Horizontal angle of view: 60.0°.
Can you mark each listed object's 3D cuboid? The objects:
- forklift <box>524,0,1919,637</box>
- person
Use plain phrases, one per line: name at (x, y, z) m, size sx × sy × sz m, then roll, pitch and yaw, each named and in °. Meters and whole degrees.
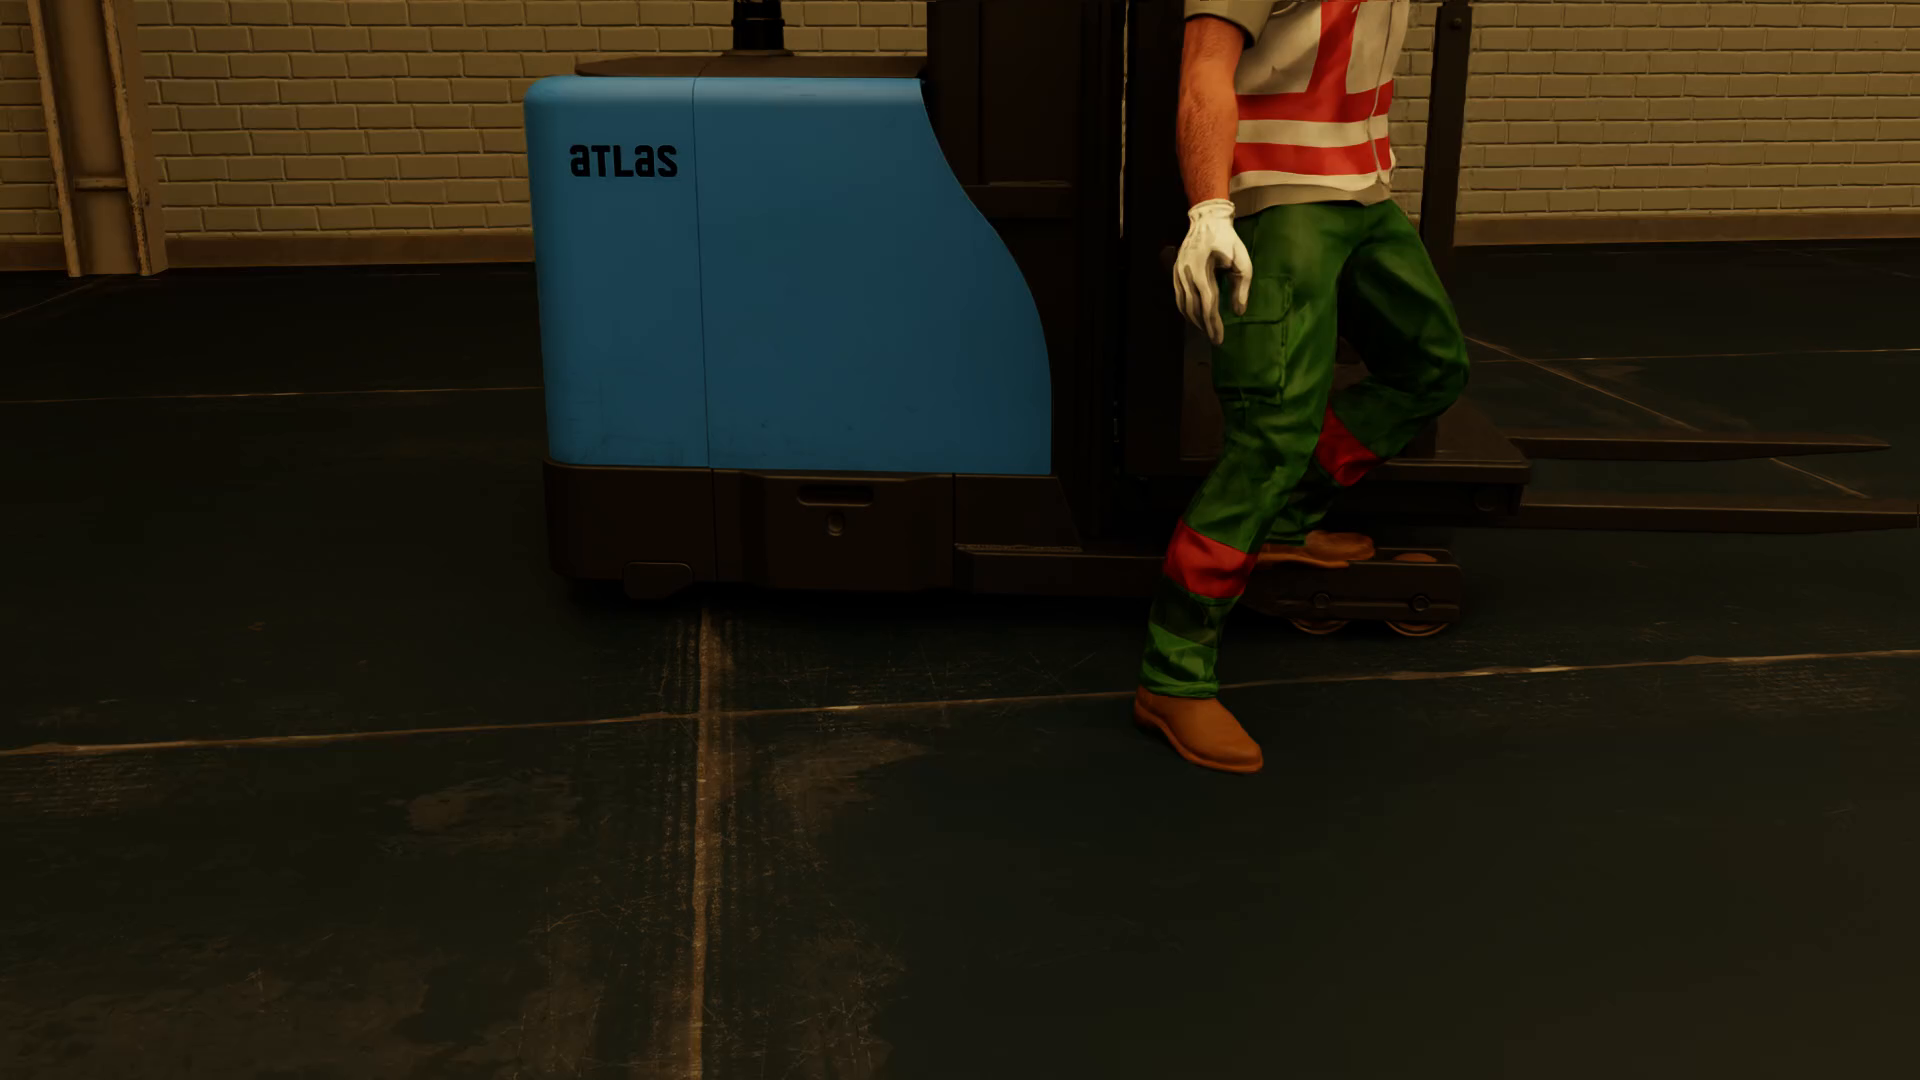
forklift at (0.675, -1.369, 3.431) m, size 3.031 × 2.935 × 1.130 m, roll 1°, pitch 17°, yaw 5°
person at (0.610, -0.545, 2.814) m, size 0.448 × 1.734 × 0.955 m, roll 9°, pitch 19°, yaw 28°
